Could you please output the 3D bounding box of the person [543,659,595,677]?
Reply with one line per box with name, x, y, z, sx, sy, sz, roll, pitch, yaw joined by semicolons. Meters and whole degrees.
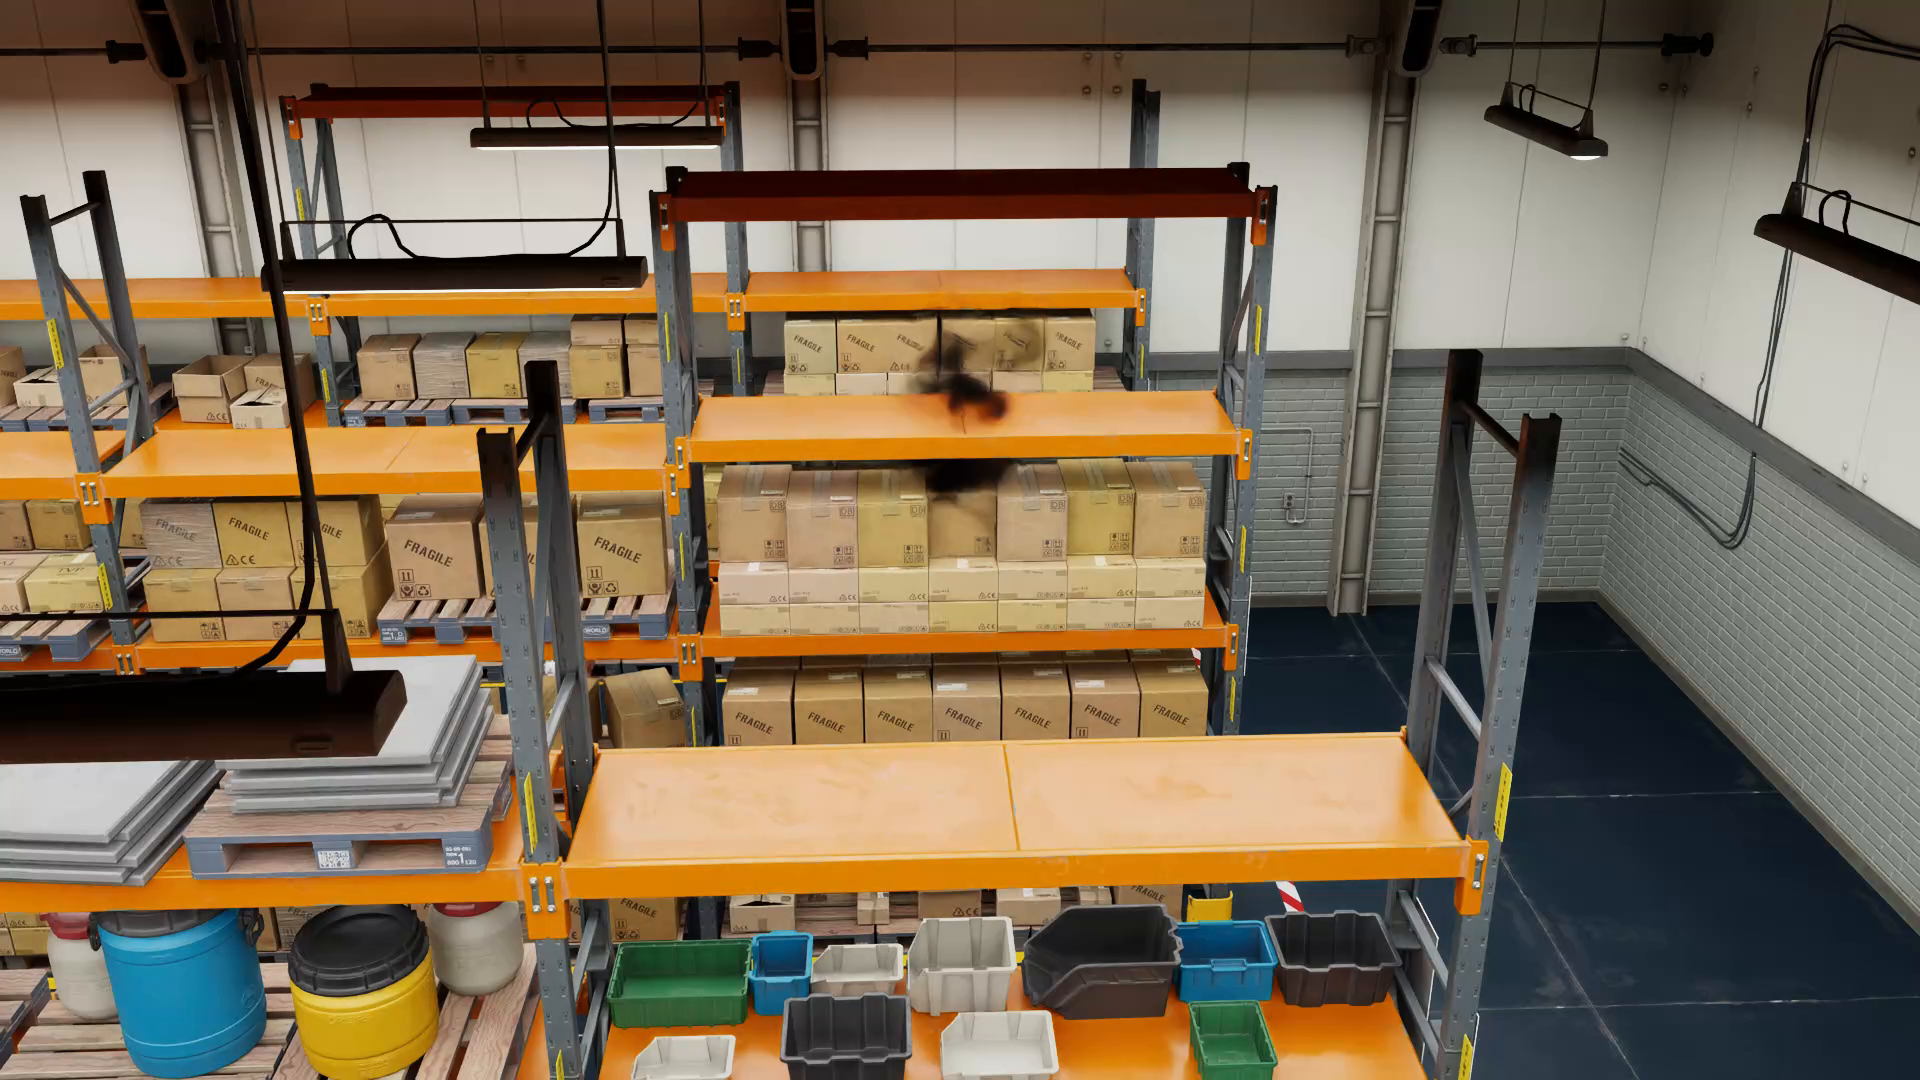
person;-3.526;1.529;15.074;0.872;1.830;0.686;-2;22;-4
